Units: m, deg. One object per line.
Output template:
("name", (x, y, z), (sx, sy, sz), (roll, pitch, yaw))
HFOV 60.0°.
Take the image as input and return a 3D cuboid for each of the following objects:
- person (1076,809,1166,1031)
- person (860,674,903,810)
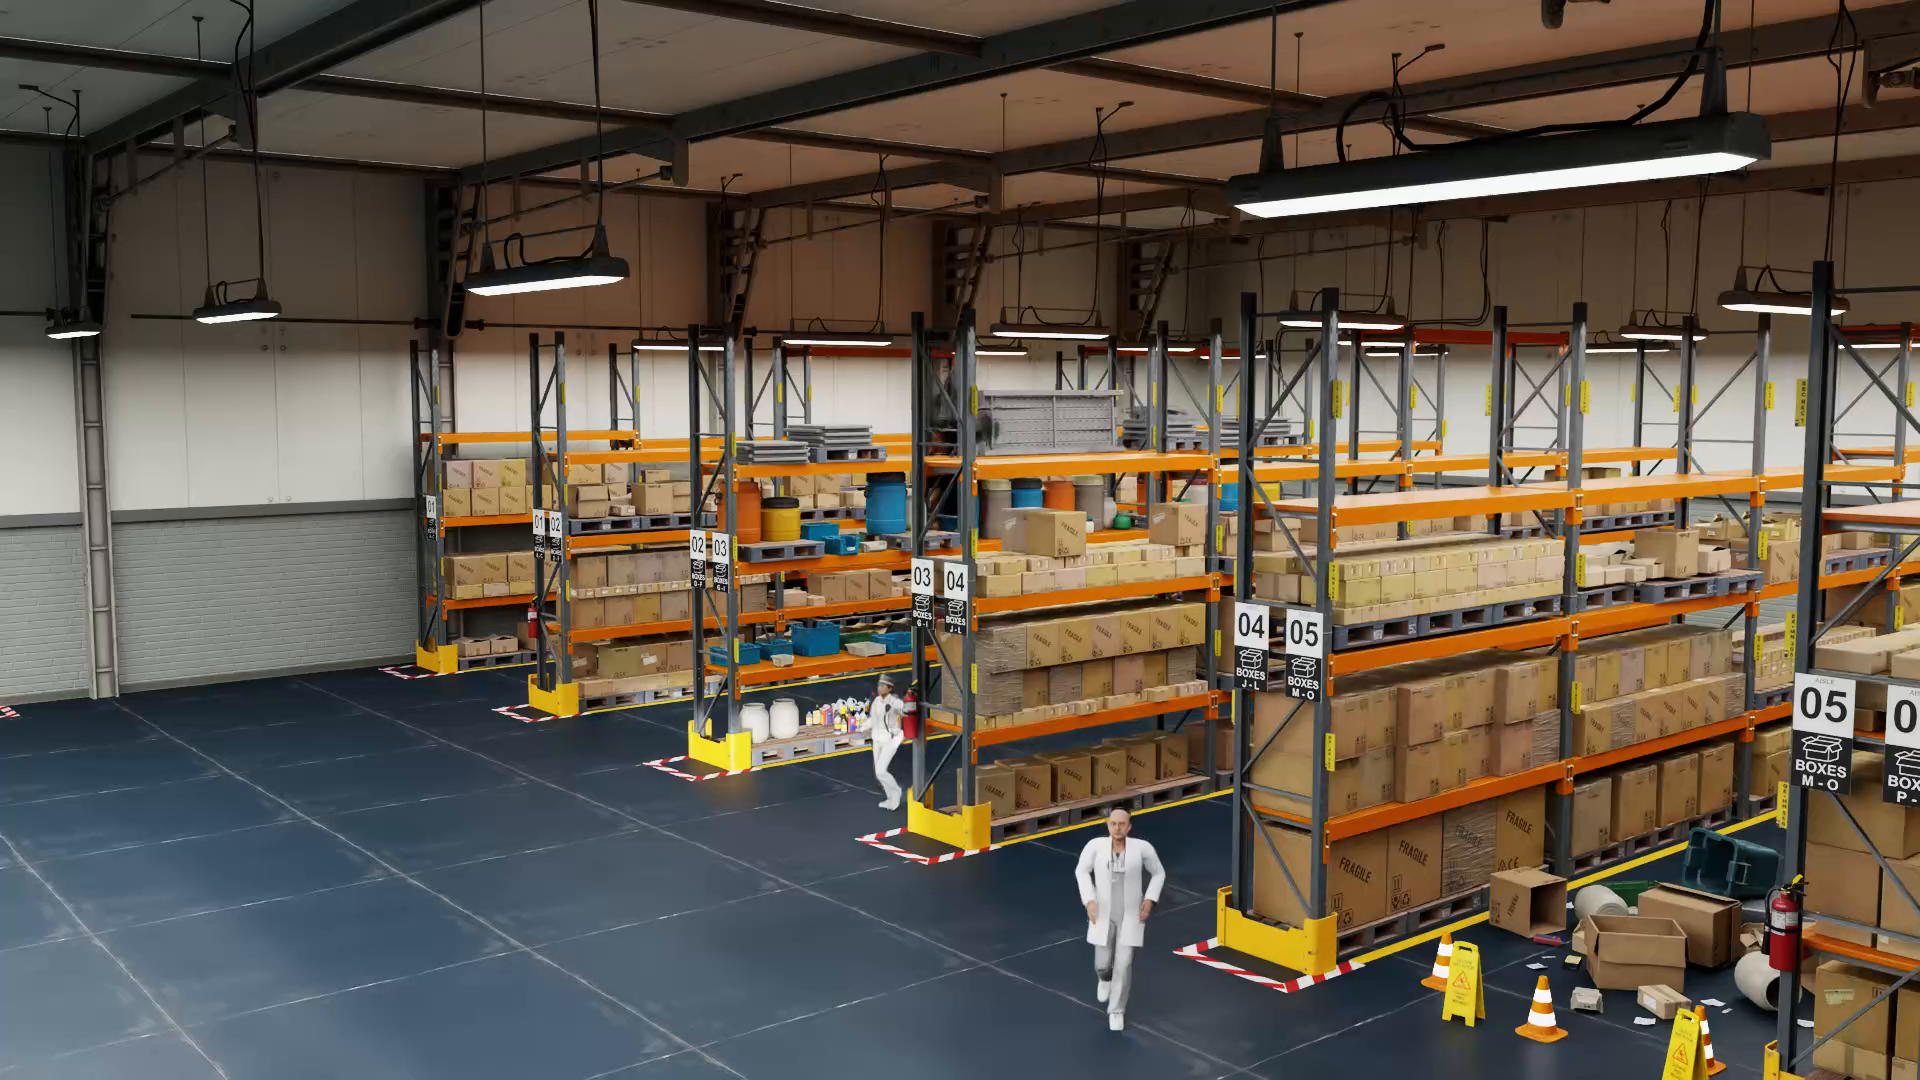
("person", (1.306, 3.046, 13.577), (0.736, 1.754, 0.683), (1, 5, 9))
("person", (-0.932, 2.454, 20.153), (0.621, 1.671, 0.563), (5, 7, 44))
